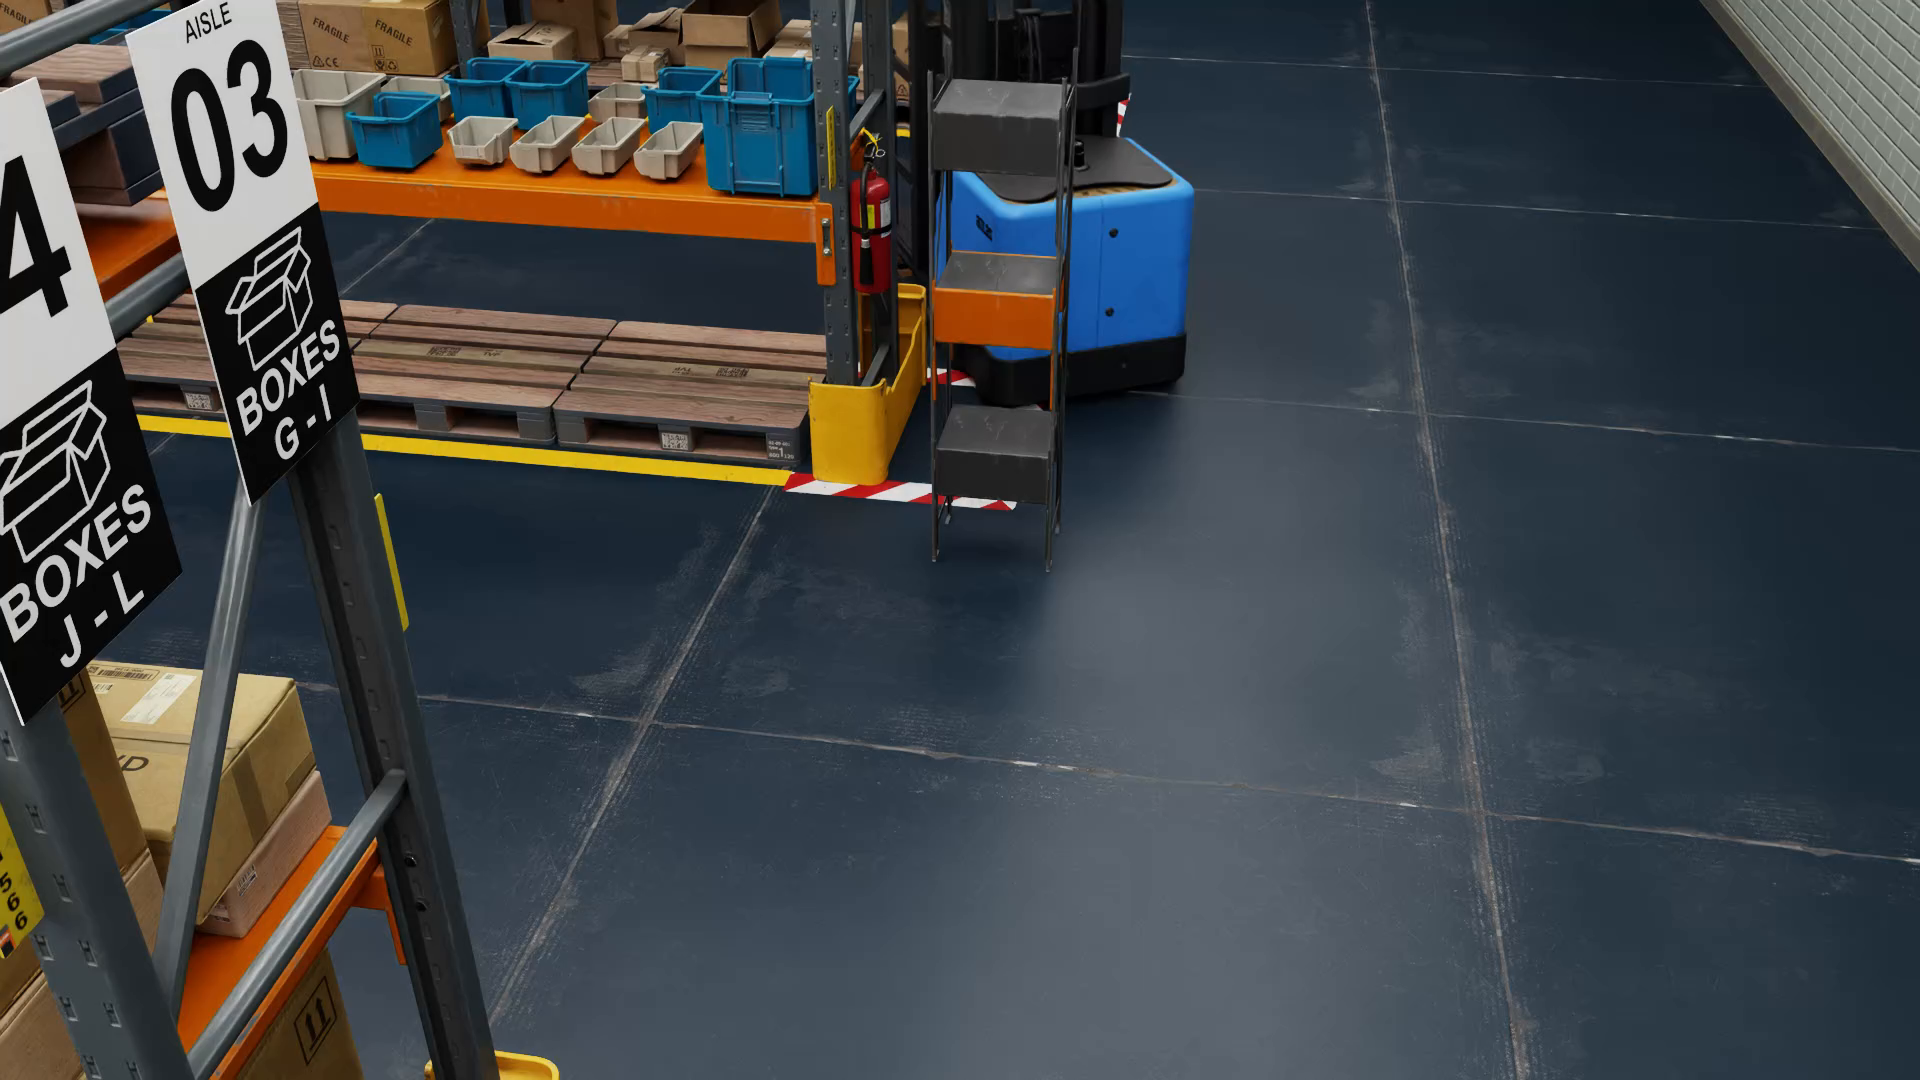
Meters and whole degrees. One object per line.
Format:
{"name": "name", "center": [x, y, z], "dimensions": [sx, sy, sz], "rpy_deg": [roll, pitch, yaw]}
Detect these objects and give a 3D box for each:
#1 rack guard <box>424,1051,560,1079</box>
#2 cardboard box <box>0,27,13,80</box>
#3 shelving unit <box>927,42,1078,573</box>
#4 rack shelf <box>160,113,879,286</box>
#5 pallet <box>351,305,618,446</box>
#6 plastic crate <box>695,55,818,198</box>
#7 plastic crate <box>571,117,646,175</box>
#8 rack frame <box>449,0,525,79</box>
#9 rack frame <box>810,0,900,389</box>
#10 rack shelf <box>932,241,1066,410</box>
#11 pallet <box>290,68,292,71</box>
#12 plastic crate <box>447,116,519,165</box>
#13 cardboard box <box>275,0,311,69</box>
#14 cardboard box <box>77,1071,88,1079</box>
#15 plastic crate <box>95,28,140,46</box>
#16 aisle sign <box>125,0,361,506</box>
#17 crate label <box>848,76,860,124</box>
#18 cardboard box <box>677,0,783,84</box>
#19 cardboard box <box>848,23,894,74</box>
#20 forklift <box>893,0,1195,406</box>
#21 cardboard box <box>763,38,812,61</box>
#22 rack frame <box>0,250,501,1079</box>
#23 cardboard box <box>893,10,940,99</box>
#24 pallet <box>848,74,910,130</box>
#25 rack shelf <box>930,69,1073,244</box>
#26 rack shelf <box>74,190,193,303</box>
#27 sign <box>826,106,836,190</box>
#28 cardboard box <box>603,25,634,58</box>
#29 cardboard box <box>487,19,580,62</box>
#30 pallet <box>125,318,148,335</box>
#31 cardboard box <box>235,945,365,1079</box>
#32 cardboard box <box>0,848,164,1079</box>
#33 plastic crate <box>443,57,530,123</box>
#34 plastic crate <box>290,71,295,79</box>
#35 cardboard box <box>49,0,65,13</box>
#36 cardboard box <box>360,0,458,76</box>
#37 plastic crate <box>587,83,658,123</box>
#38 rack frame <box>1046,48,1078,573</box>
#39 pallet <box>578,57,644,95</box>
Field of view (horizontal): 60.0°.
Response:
{"name": "rack guard", "center": [-1.262, 1.821, 3.870], "dimensions": [0.348, 0.500, 1.175], "rpy_deg": [5, 32, 8]}
{"name": "cardboard box", "center": [-1.807, -0.794, 2.280], "dimensions": [0.500, 0.500, 0.700], "rpy_deg": [3, 32, 5]}
{"name": "shelving unit", "center": [0.163, -0.875, 6.669], "dimensions": [0.503, 2.100, 0.431], "rpy_deg": [5, 32, 8]}
{"name": "rack shelf", "center": [-2.424, -1.705, 7.825], "dimensions": [4.000, 0.370, 1.077], "rpy_deg": [5, 32, 8]}
{"name": "pallet", "center": [-2.458, -0.854, 8.415], "dimensions": [1.213, 0.211, 1.003], "rpy_deg": [5, 32, 8]}
{"name": "plastic crate", "center": [-0.814, -1.804, 7.215], "dimensions": [0.499, 0.435, 0.616], "rpy_deg": [5, 32, 8]}
{"name": "plastic crate", "center": [-1.570, -1.757, 7.422], "dimensions": [0.243, 0.136, 0.396], "rpy_deg": [5, 32, 8]}
{"name": "rack frame", "center": [-3.558, -4.779, 12.058], "dimensions": [0.127, 3.000, 1.000], "rpy_deg": [5, 32, 8]}
{"name": "rack frame", "center": [-0.452, -1.832, 7.349], "dimensions": [0.127, 3.000, 1.000], "rpy_deg": [5, 32, 8]}
{"name": "rack shelf", "center": [0.163, -0.864, 6.677], "dimensions": [0.480, 0.518, 0.431], "rpy_deg": [5, 32, 8]}
{"name": "pallet", "center": [-5.573, -3.757, 13.054], "dimensions": [1.213, 0.211, 1.003], "rpy_deg": [5, 32, 8]}
{"name": "plastic crate", "center": [-2.144, -1.786, 7.468], "dimensions": [0.250, 0.136, 0.298], "rpy_deg": [5, 32, 8]}
{"name": "cardboard box", "center": [-5.073, -3.894, 12.585], "dimensions": [0.500, 0.500, 0.500], "rpy_deg": [6, 32, 9]}
{"name": "cardboard box", "center": [-1.692, 1.006, 3.053], "dimensions": [0.250, 0.149, 0.380], "rpy_deg": [6, 33, 9]}
{"name": "plastic crate", "center": [-3.557, -2.030, 7.550], "dimensions": [0.583, 0.464, 0.402], "rpy_deg": [5, 32, 8]}
{"name": "aisle sign", "center": [-1.164, -0.494, 2.761], "dimensions": [0.004, 0.787, 0.394], "rpy_deg": [5, 32, 8]}
{"name": "crate label", "center": [-0.640, -1.980, 7.688], "dimensions": [0.303, 0.233, 0.416], "rpy_deg": [5, 32, 8]}
{"name": "cardboard box", "center": [-1.706, -3.742, 12.340], "dimensions": [0.637, 0.503, 0.797], "rpy_deg": [5, 32, 8]}
{"name": "cardboard box", "center": [-0.597, -3.684, 12.486], "dimensions": [0.500, 0.250, 0.500], "rpy_deg": [5, 32, 8]}
{"name": "forklift", "center": [0.184, -2.675, 8.761], "dimensions": [1.130, 2.935, 3.031], "rpy_deg": [-10, 33, -16]}
{"name": "cardboard box", "center": [-1.124, -3.463, 12.132], "dimensions": [0.500, 0.250, 0.500], "rpy_deg": [5, 32, 8]}
{"name": "rack frame", "center": [-1.286, 0.759, 3.211], "dimensions": [0.127, 3.000, 1.000], "rpy_deg": [5, 32, 8]}
{"name": "cardboard box", "center": [-0.193, -3.469, 11.906], "dimensions": [0.500, 0.500, 0.500], "rpy_deg": [5, 32, 8]}
{"name": "pallet", "center": [-0.476, -3.317, 12.351], "dimensions": [1.213, 0.211, 1.003], "rpy_deg": [5, 32, 8]}
{"name": "rack shelf", "center": [0.163, -1.457, 6.305], "dimensions": [0.480, 0.518, 0.431], "rpy_deg": [5, 32, 8]}
{"name": "rack shelf", "center": [-3.257, -0.386, 2.891], "dimensions": [4.000, 0.370, 1.077], "rpy_deg": [5, 32, 8]}
{"name": "sign", "center": [-0.529, -1.612, 6.844], "dimensions": [0.005, 0.325, 0.100], "rpy_deg": [5, 32, 8]}
{"name": "cardboard box", "center": [-2.569, -3.852, 12.850], "dimensions": [0.250, 0.149, 0.380], "rpy_deg": [5, 32, 8]}
{"name": "cardboard box", "center": [-3.181, -3.675, 12.414], "dimensions": [0.500, 0.311, 0.500], "rpy_deg": [5, 32, 8]}
{"name": "pallet", "center": [-5.149, -1.097, 8.804], "dimensions": [1.213, 0.211, 1.003], "rpy_deg": [5, 32, 8]}
{"name": "cardboard box", "center": [-1.930, 1.466, 3.687], "dimensions": [0.875, 0.875, 0.875], "rpy_deg": [5, 32, 8]}
{"name": "cardboard box", "center": [-1.808, 0.792, 3.019], "dimensions": [0.500, 0.250, 0.500], "rpy_deg": [5, 32, 7]}
{"name": "plastic crate", "center": [-2.234, -2.125, 7.918], "dimensions": [0.300, 0.233, 0.416], "rpy_deg": [5, 32, 8]}
{"name": "plastic crate", "center": [-3.247, -2.138, 8.041], "dimensions": [0.590, 0.125, 0.437], "rpy_deg": [5, 32, 8]}
{"name": "cardboard box", "center": [-6.584, -4.029, 12.801], "dimensions": [0.500, 0.500, 0.500], "rpy_deg": [4, 32, 6]}
{"name": "cardboard box", "center": [-4.093, -3.800, 12.435], "dimensions": [0.500, 0.500, 0.500], "rpy_deg": [5, 32, 8]}
{"name": "plastic crate", "center": [-1.611, -2.072, 7.925], "dimensions": [0.298, 0.136, 0.250], "rpy_deg": [5, 32, 8]}
{"name": "rack frame", "center": [0.404, -0.853, 6.634], "dimensions": [0.015, 2.100, 0.400], "rpy_deg": [5, 32, 8]}
{"name": "pallet", "center": [-2.882, -3.535, 12.699], "dimensions": [1.213, 0.211, 1.003], "rpy_deg": [5, 32, 8]}
